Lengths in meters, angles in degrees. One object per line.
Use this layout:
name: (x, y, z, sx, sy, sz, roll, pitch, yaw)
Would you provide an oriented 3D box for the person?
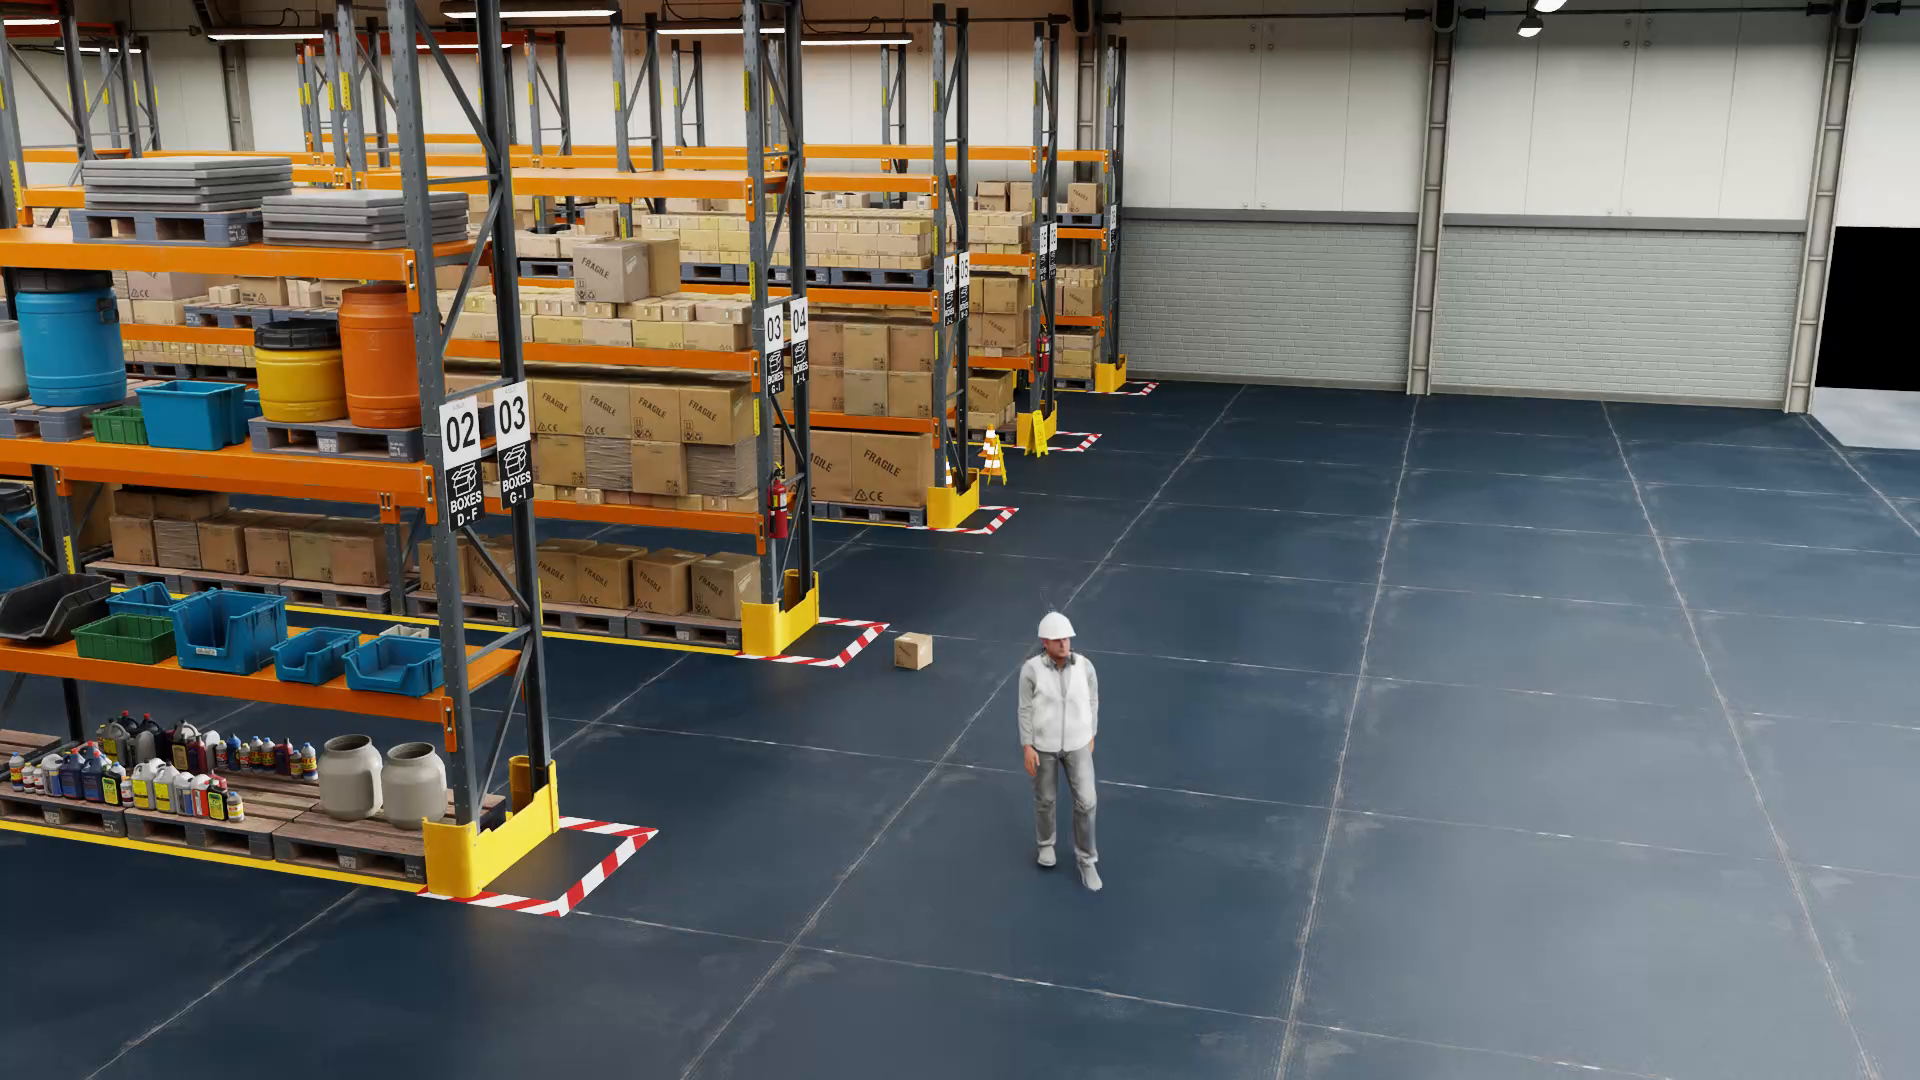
person: (0.650, 1.373, 10.876, 0.561, 1.827, 0.628, -2, 15, -7)
